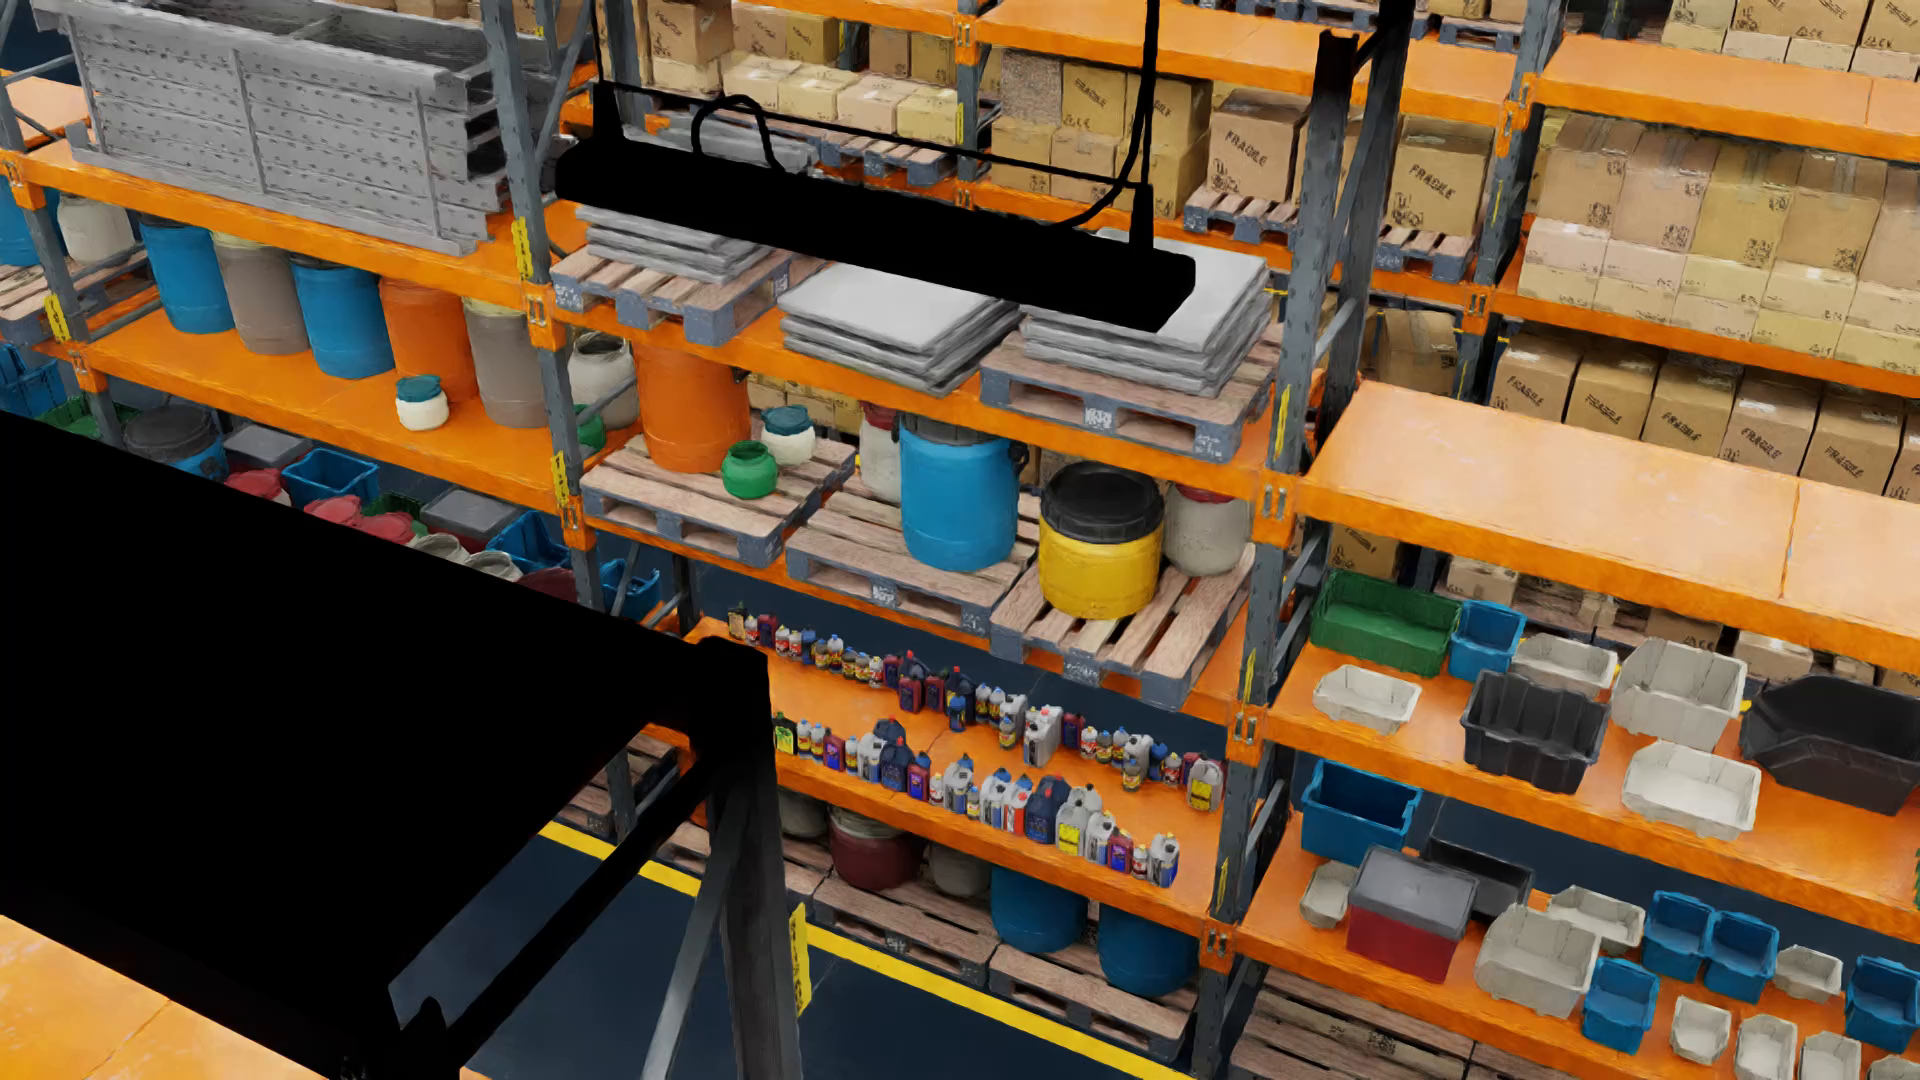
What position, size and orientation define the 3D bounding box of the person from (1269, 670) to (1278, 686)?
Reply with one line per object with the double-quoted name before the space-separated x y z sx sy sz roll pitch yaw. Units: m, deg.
"person" 1.903 0.281 11.939 0.942 1.634 0.575 18 39 24
